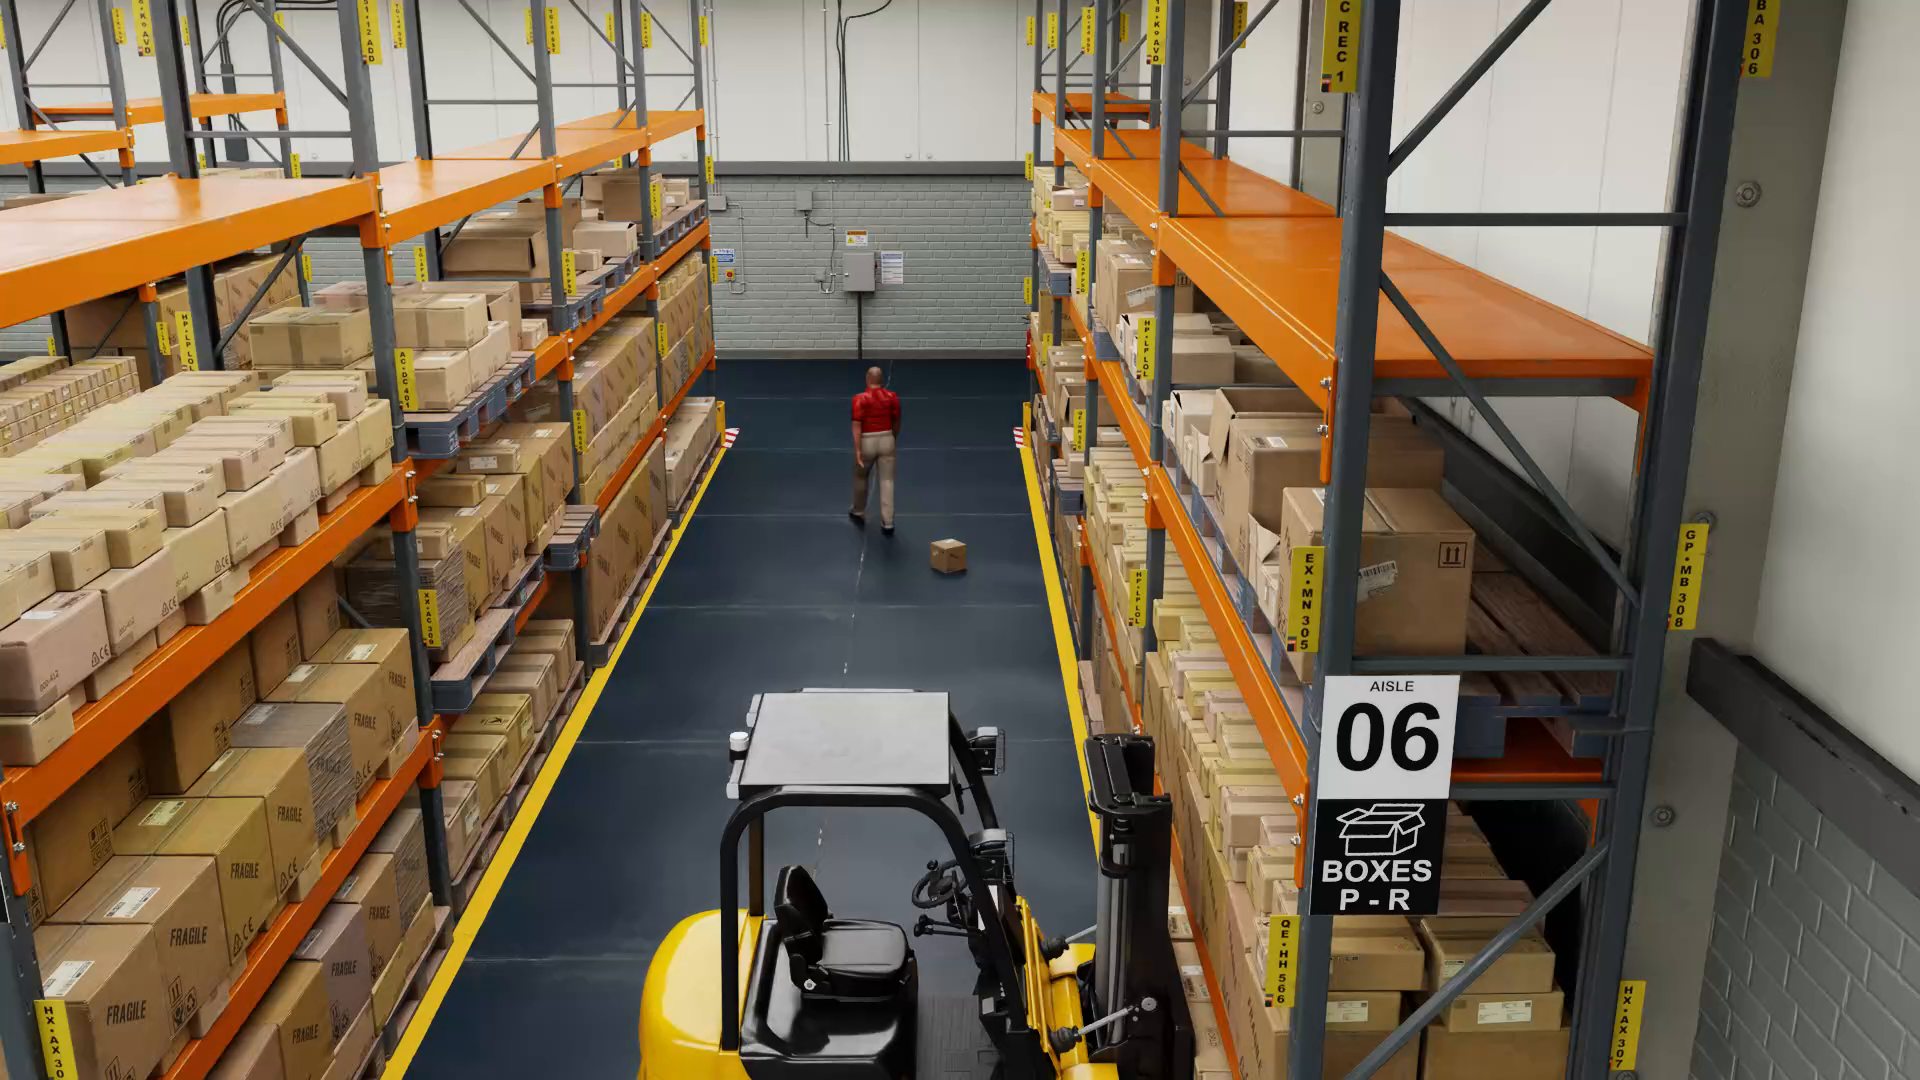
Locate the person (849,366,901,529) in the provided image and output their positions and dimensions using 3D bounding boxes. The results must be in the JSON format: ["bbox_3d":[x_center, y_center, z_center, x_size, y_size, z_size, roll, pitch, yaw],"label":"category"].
[{"bbox_3d":[-0.896,-1.011,17.413,0.550,1.674,0.986,-4,18,-14],"label":"person"}]
